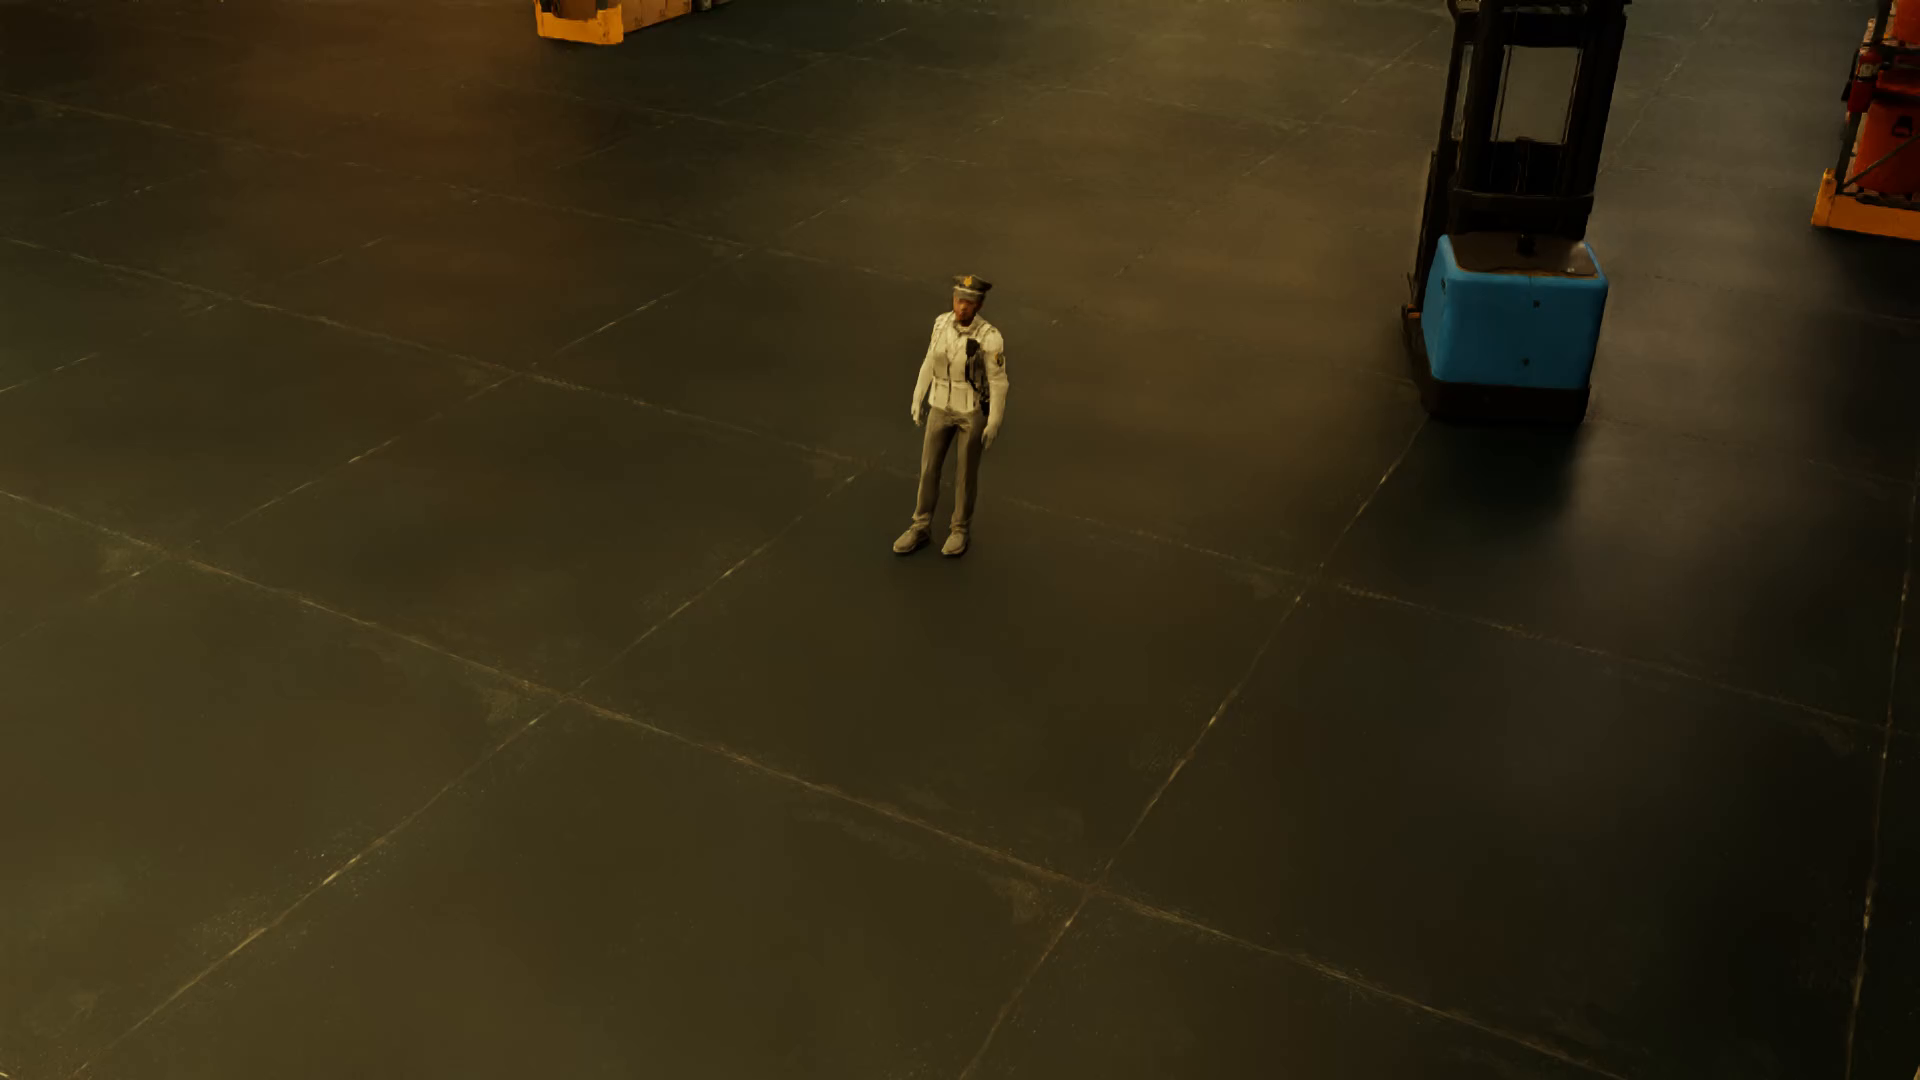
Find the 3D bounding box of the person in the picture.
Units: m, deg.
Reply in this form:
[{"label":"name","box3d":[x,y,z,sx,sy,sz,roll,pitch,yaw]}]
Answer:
[{"label":"person","box3d":[-0.039,-0.712,9.527,0.586,1.695,0.532,15,33,25]}]

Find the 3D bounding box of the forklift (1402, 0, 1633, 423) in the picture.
[{"label":"forklift","box3d":[3.943,-2.780,11.887,1.130,2.935,3.031,4,30,8]}]
